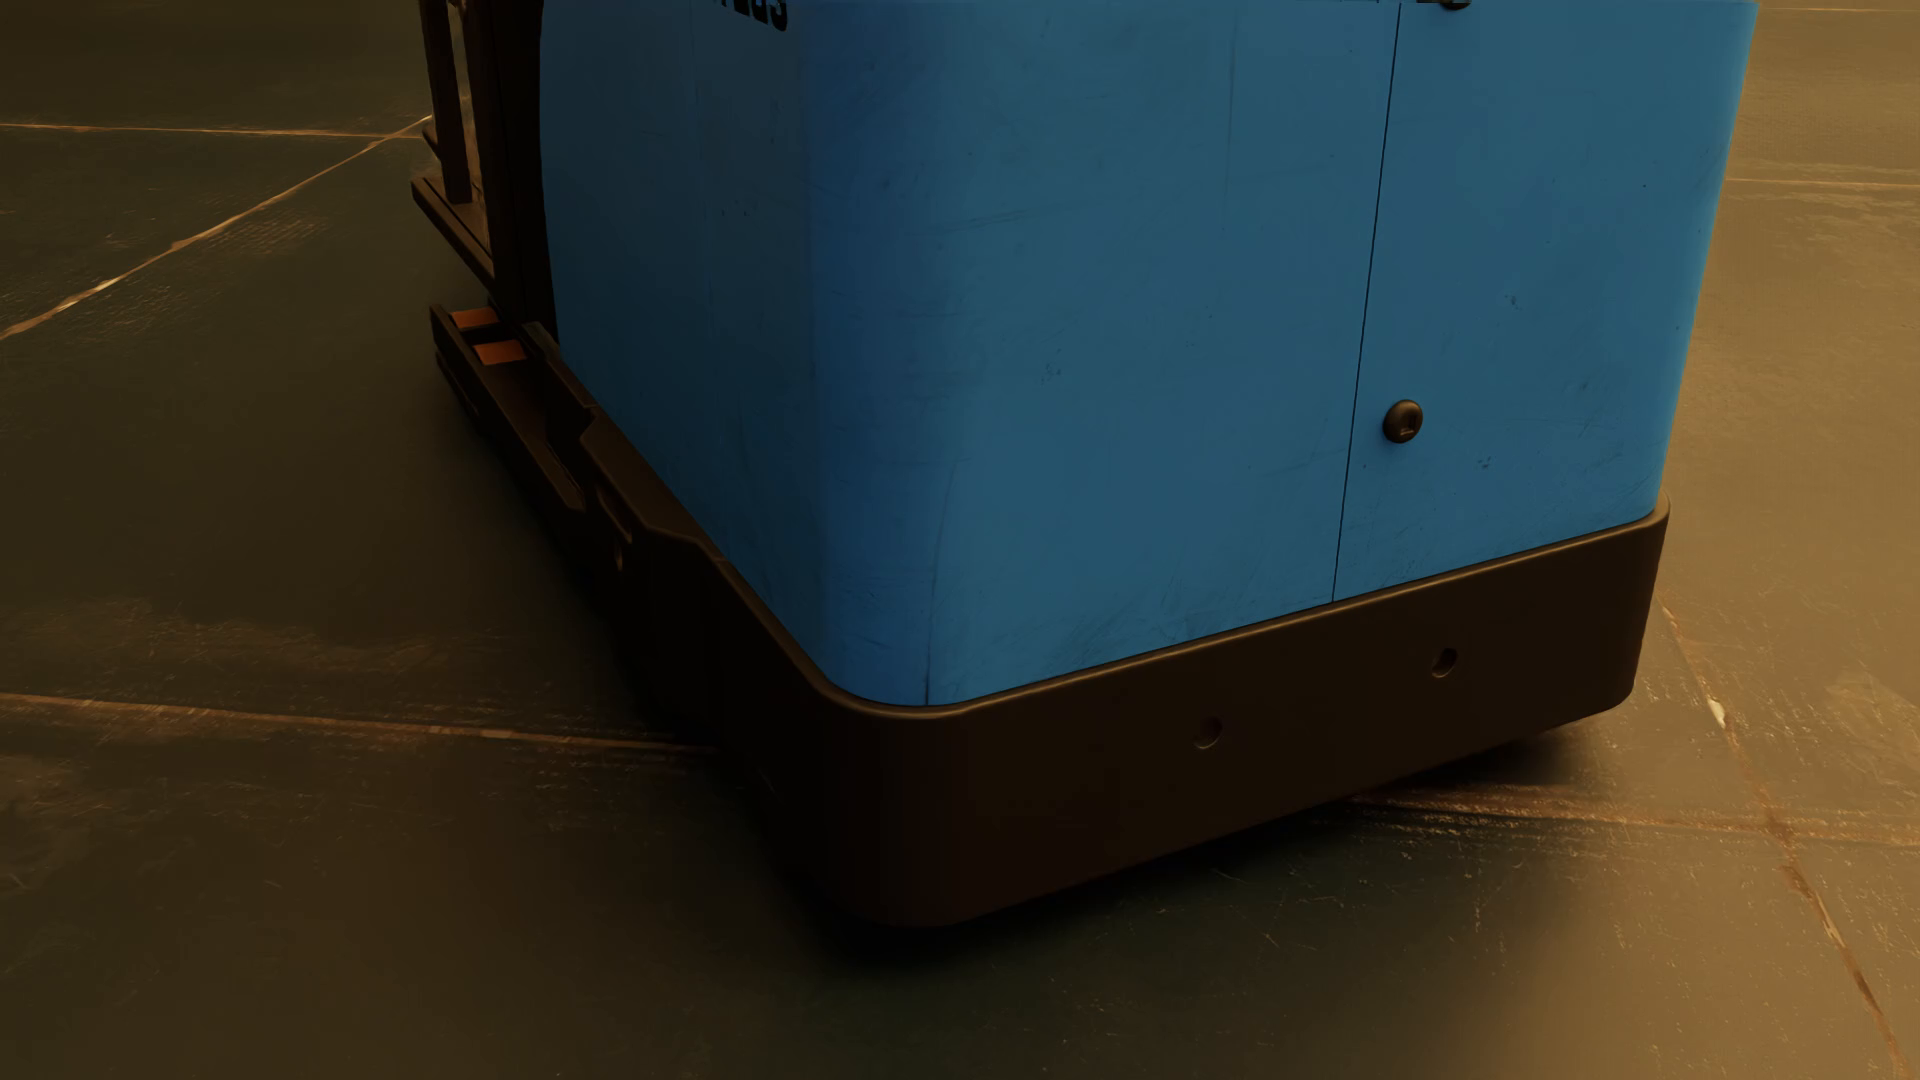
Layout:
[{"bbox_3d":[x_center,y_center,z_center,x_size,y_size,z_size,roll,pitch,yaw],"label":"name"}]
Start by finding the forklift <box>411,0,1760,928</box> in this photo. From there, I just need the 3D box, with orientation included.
[{"bbox_3d":[-0.301,-1.568,2.359,1.130,2.935,3.031,-13,29,-24],"label":"forklift"}]
